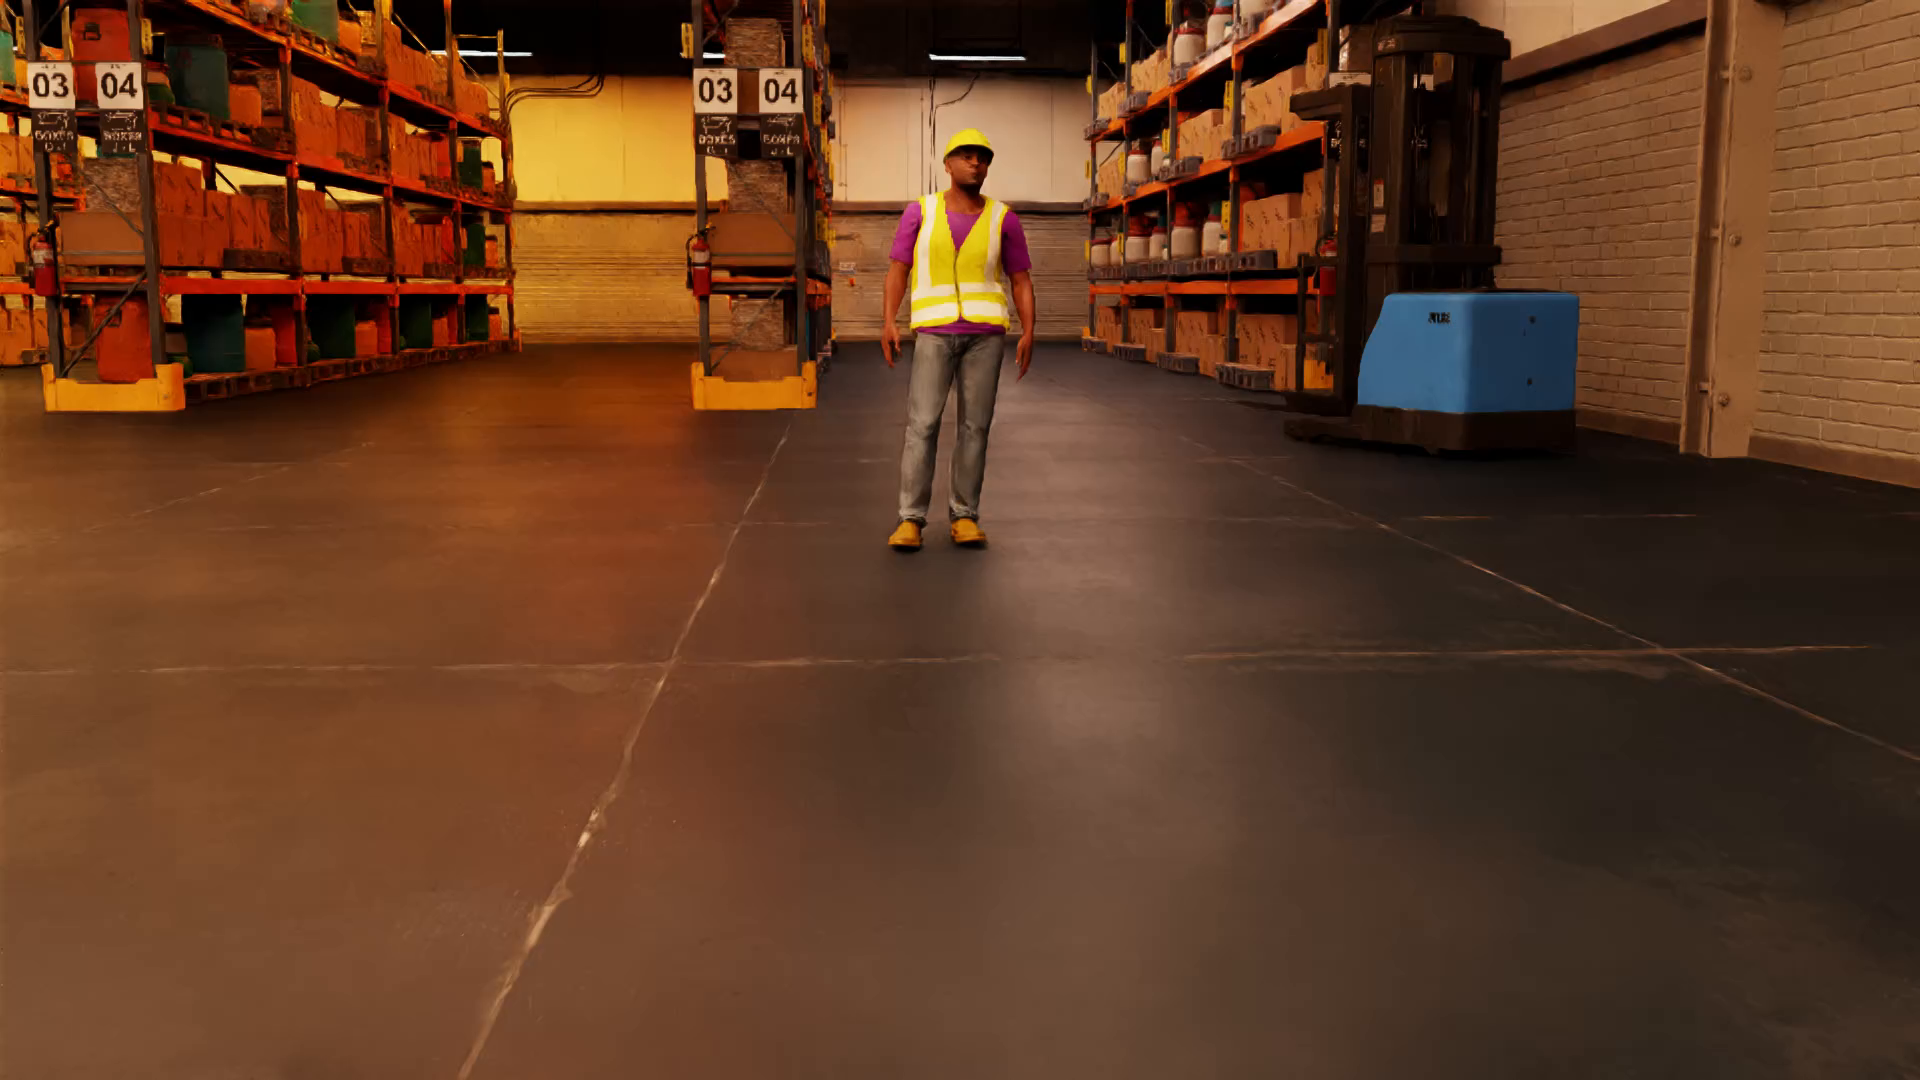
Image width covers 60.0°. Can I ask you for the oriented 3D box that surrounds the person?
[{"bbox_3d":[-0.001,-0.870,7.110,0.665,1.766,0.576,-1,8,-4],"label":"person"}]

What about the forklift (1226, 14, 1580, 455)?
[{"bbox_3d":[3.062,-2.186,12.054,1.130,2.935,3.031,-4,9,-23],"label":"forklift"}]
